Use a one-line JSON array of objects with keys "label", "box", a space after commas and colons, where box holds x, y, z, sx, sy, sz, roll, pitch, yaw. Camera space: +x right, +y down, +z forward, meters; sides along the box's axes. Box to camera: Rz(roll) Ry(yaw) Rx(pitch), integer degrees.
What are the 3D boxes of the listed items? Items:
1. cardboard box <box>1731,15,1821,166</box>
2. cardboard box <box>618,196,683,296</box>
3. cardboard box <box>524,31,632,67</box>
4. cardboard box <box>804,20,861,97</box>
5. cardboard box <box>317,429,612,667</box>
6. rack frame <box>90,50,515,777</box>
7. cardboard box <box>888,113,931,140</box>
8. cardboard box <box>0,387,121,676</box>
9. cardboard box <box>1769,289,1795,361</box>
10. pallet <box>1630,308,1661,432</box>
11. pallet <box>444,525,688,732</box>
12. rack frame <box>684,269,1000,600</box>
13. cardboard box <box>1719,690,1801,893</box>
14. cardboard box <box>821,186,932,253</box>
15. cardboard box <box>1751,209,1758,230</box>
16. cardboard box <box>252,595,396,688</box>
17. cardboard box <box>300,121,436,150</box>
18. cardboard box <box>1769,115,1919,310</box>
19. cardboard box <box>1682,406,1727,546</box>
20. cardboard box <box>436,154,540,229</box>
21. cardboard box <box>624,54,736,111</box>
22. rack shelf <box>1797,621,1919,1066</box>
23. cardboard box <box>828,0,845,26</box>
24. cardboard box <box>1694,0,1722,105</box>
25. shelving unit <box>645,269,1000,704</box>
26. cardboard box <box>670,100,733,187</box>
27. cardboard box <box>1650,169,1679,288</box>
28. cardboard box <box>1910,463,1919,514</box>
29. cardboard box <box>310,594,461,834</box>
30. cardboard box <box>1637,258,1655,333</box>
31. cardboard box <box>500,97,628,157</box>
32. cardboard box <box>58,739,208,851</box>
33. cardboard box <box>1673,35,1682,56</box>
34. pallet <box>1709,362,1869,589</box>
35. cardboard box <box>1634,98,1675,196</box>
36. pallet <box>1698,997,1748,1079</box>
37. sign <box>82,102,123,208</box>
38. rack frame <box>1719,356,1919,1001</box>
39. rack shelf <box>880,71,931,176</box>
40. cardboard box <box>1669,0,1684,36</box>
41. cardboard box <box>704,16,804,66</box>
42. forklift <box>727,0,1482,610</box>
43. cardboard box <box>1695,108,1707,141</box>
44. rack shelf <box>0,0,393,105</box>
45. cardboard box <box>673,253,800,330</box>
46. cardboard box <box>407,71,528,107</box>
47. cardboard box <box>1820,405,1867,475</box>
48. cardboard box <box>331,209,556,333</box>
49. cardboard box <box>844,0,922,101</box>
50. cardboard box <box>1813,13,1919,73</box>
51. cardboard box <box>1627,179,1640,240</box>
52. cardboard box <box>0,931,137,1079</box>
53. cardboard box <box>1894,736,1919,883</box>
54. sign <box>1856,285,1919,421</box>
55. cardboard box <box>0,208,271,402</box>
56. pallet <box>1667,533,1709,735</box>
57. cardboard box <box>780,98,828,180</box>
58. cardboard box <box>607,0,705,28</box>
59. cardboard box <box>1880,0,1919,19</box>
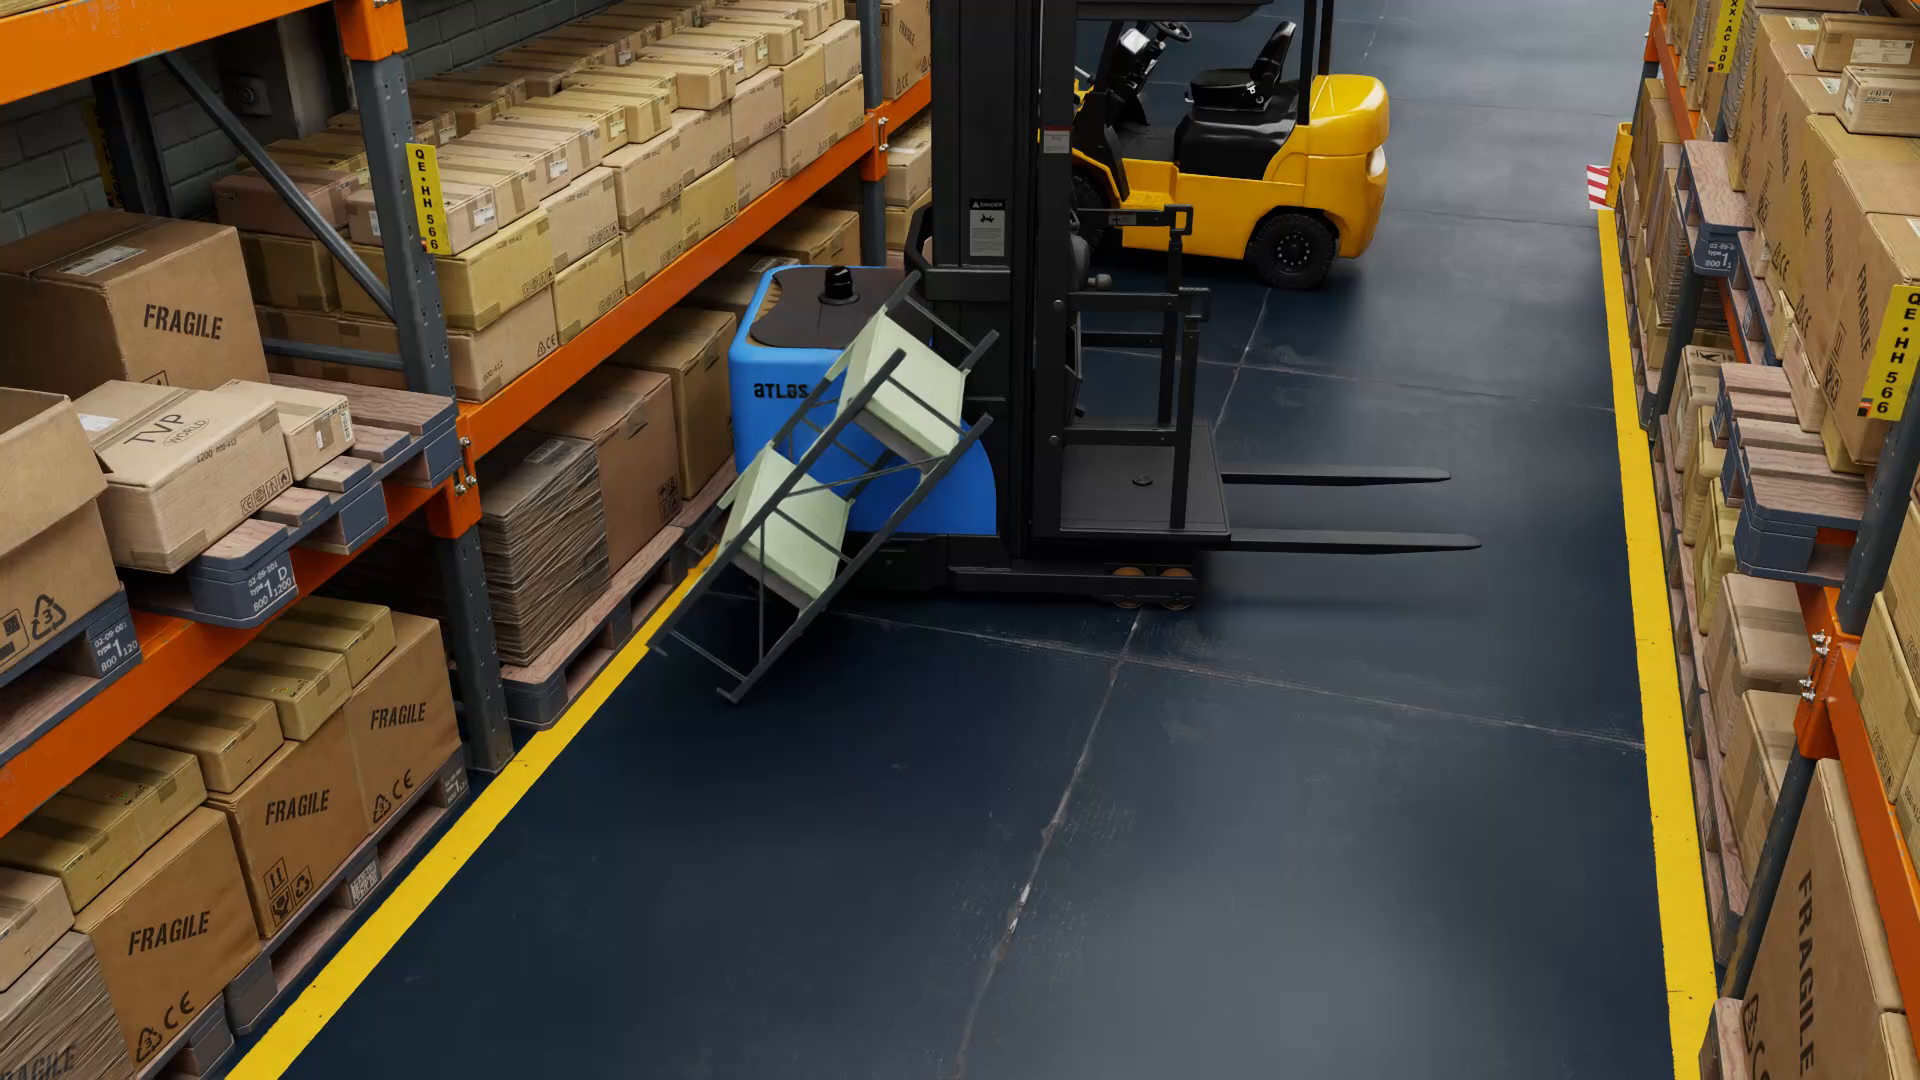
[{"label": "cardboard box", "box": [3.295, -1.689, 6.359, 0.500, 0.500, 0.500, 9, 30, 15]}, {"label": "cardboard box", "box": [-1.407, -1.168, 6.419, 0.500, 0.250, 0.500, 8, 30, 13]}, {"label": "cardboard box", "box": [-1.626, -2.057, 7.093, 0.380, 0.149, 0.250, 8, 30, 14]}, {"label": "cardboard box", "box": [-0.793, -2.336, 8.004, 0.500, 0.250, 0.500, 8, 30, 14]}, {"label": "cardboard box", "box": [-1.871, -0.023, 6.216, 0.875, 0.625, 0.625, 9, 30, 16]}, {"label": "rack frame", "box": [-2.067, -0.589, 5.223, 1.000, 3.000, 0.127, 8, 30, 15]}, {"label": "cardboard box", "box": [-0.292, -2.283, 9.636, 0.500, 0.250, 0.500, 9, 30, 15]}, {"label": "cardboard box", "box": [-2.370, -0.033, 3.685, 0.797, 0.503, 0.637, 8, 30, 14]}, {"label": "cardboard box", "box": [2.740, -0.646, 5.152, 0.380, 0.149, 0.250, 9, 30, 16]}, {"label": "pallet", "box": [4.016, -0.840, 8.543, 1.003, 0.211, 1.213, 8, 30, 15]}, {"label": "pallet", "box": [-1.788, 0.253, 6.579, 1.003, 0.211, 1.213, 8, 30, 15]}, {"label": "rack frame", "box": [-0.478, -0.371, 6.402, 0.400, 1.500, 0.023, 36, 25, -16]}, {"label": "cardboard box", "box": [2.854, 0.821, 4.959, 0.950, 0.372, 0.625, 6, 30, 11]}, {"label": "cardboard box", "box": [-0.456, -1.829, 9.334, 0.500, 0.250, 0.500, 8, 30, 15]}, {"label": "cardboard box", "box": [3.181, -1.232, 6.206, 0.380, 0.149, 0.250, 9, 30, 16]}, {"label": "cardboard box", "box": [-1.970, 0.302, 5.093, 0.380, 0.149, 0.250, 7, 30, 12]}, {"label": "cardboard box", "box": [-2.061, -1.345, 5.813, 0.380, 0.149, 0.250, 8, 30, 15]}, {"label": "cardboard box", "box": [2.835, -0.967, 5.062, 0.500, 0.500, 0.500, 6, 30, 11]}, {"label": "cardboard box", "box": [3.494, -0.198, 6.791, 0.950, 0.372, 0.625, 10, 31, 18]}, {"label": "cardboard box", "box": [-1.615, -1.146, 5.455, 0.380, 0.149, 0.250, 9, 30, 16]}, {"label": "cardboard box", "box": [-1.132, -1.852, 6.724, 0.380, 0.149, 0.250, 8, 30, 14]}, {"label": "rack shelf", "box": [2.092, 1.361, 2.457, 1.077, 0.370, 4.000, 8, 30, 15]}, {"label": "cardboard box", "box": [-0.781, -2.585, 8.040, 0.380, 0.149, 0.250, 10, 30, 17]}, {"label": "cardboard box", "box": [3.890, -2.397, 8.065, 0.500, 0.500, 0.500, 10, 30, 17]}, {"label": "shelving unit", "box": [-0.495, -0.192, 6.083, 0.431, 1.500, 0.755, 36, 25, -16]}, {"label": "cardboard box", "box": [-1.259, -1.627, 6.730, 0.500, 0.250, 0.500, 9, 30, 16]}, {"label": "cardboard box", "box": [3.918, -1.601, 8.667, 0.500, 0.500, 0.500, 9, 30, 16]}, {"label": "cardboard box", "box": [2.300, -0.169, 3.336, 0.500, 0.500, 0.500, 8, 30, 13]}, {"label": "cardboard box", "box": [-1.986, 0.547, 5.320, 0.500, 0.500, 0.500, 9, 30, 16]}, {"label": "cardboard box", "box": [3.916, -1.285, 8.871, 0.500, 0.250, 0.500, 8, 30, 14]}, {"label": "cardboard box", "box": [-1.454, -1.514, 6.116, 0.380, 0.149, 0.250, 9, 30, 15]}, {"label": "cardboard box", "box": [-2.261, 0.666, 4.440, 0.380, 0.149, 0.250, 9, 30, 16]}, {"label": "cardboard box", "box": [4.351, -2.895, 9.626, 0.380, 0.149, 0.250, 9, 30, 16]}, {"label": "pallet", "box": [2.786, -0.145, 4.622, 1.213, 0.211, 1.003, 8, 30, 15]}, {"label": "cardboard box", "box": [4.370, -2.320, 9.959, 0.500, 0.500, 0.500, 7, 30, 13]}, {"label": "pallet", "box": [2.375, 1.692, 3.992, 1.003, 0.211, 1.213, 8, 30, 15]}, {"label": "sign", "box": [-2.599, -1.173, 5.081, 0.100, 0.325, 0.005, 8, 30, 15]}, {"label": "rack frame", "box": [2.679, 0.118, 3.953, 1.000, 3.000, 0.127, 8, 30, 15]}, {"label": "rack shelf", "box": [-0.306, -3.063, 10.410, 1.077, 0.370, 4.000, 8, 30, 15]}, {"label": "cardboard box", "box": [4.325, -3.115, 9.355, 0.500, 0.500, 0.500, 8, 30, 14]}, {"label": "cardboard box", "box": [-0.912, -2.215, 7.375, 0.380, 0.149, 0.250, 8, 30, 13]}, {"label": "forklift", "box": [0.624, -1.264, 6.507, 3.031, 2.935, 1.130, 2, 29, 3]}, {"label": "cardboard box", "box": [3.722, -1.941, 7.912, 0.380, 0.149, 0.250, 9, 30, 16]}, {"label": "rack shelf", "box": [-2.654, -0.656, 2.998, 1.077, 0.370, 4.000, 8, 30, 15]}, {"label": "cardboard box", "box": [-1.271, -0.990, 7.955, 0.875, 0.625, 0.625, 8, 30, 14]}, {"label": "cardboard box", "box": [-1.911, -1.708, 6.464, 0.380, 0.149, 0.250, 8, 30, 14]}, {"label": "cardboard box", "box": [2.560, -0.277, 4.489, 0.380, 0.149, 0.250, 9, 30, 16]}, {"label": "cardboard box", "box": [-1.680, -0.910, 5.440, 0.500, 0.250, 0.500, 8, 30, 15]}, {"label": "cardboard box", "box": [-0.513, -2.660, 8.844, 0.500, 0.500, 0.500, 8, 30, 13]}, {"label": "cardboard box", "box": [3.156, -1.694, 5.702, 0.380, 0.149, 0.250, 10, 31, 18]}, {"label": "cardboard box", "box": [4.369, -2.011, 10.175, 0.500, 0.250, 0.500, 10, 30, 17]}, {"label": "cardboard box", "box": [-2.429, 1.266, 4.028, 0.500, 0.500, 0.500, 7, 30, 13]}, {"label": "cardboard box", "box": [2.161, 0.616, 3.212, 0.500, 0.250, 0.500, 8, 30, 13]}, {"label": "sign", "box": [2.157, -0.427, 3.822, 0.100, 0.325, 0.005, 8, 30, 15]}, {"label": "cardboard box", "box": [-2.368, -0.599, 4.707, 0.500, 0.500, 0.500, 10, 31, 17]}, {"label": "pallet", "box": [3.269, 0.408, 6.299, 1.003, 0.211, 1.213, 8, 30, 15]}, {"label": "cardboard box", "box": [-0.933, -1.876, 7.692, 0.500, 0.250, 0.500, 8, 30, 15]}, {"label": "cardboard box", "box": [-1.405, -2.409, 7.725, 0.380, 0.149, 0.250, 8, 30, 15]}, {"label": "cardboard box", "box": [3.937, -1.851, 6.651, 0.500, 0.500, 0.500, 8, 30, 14]}]
